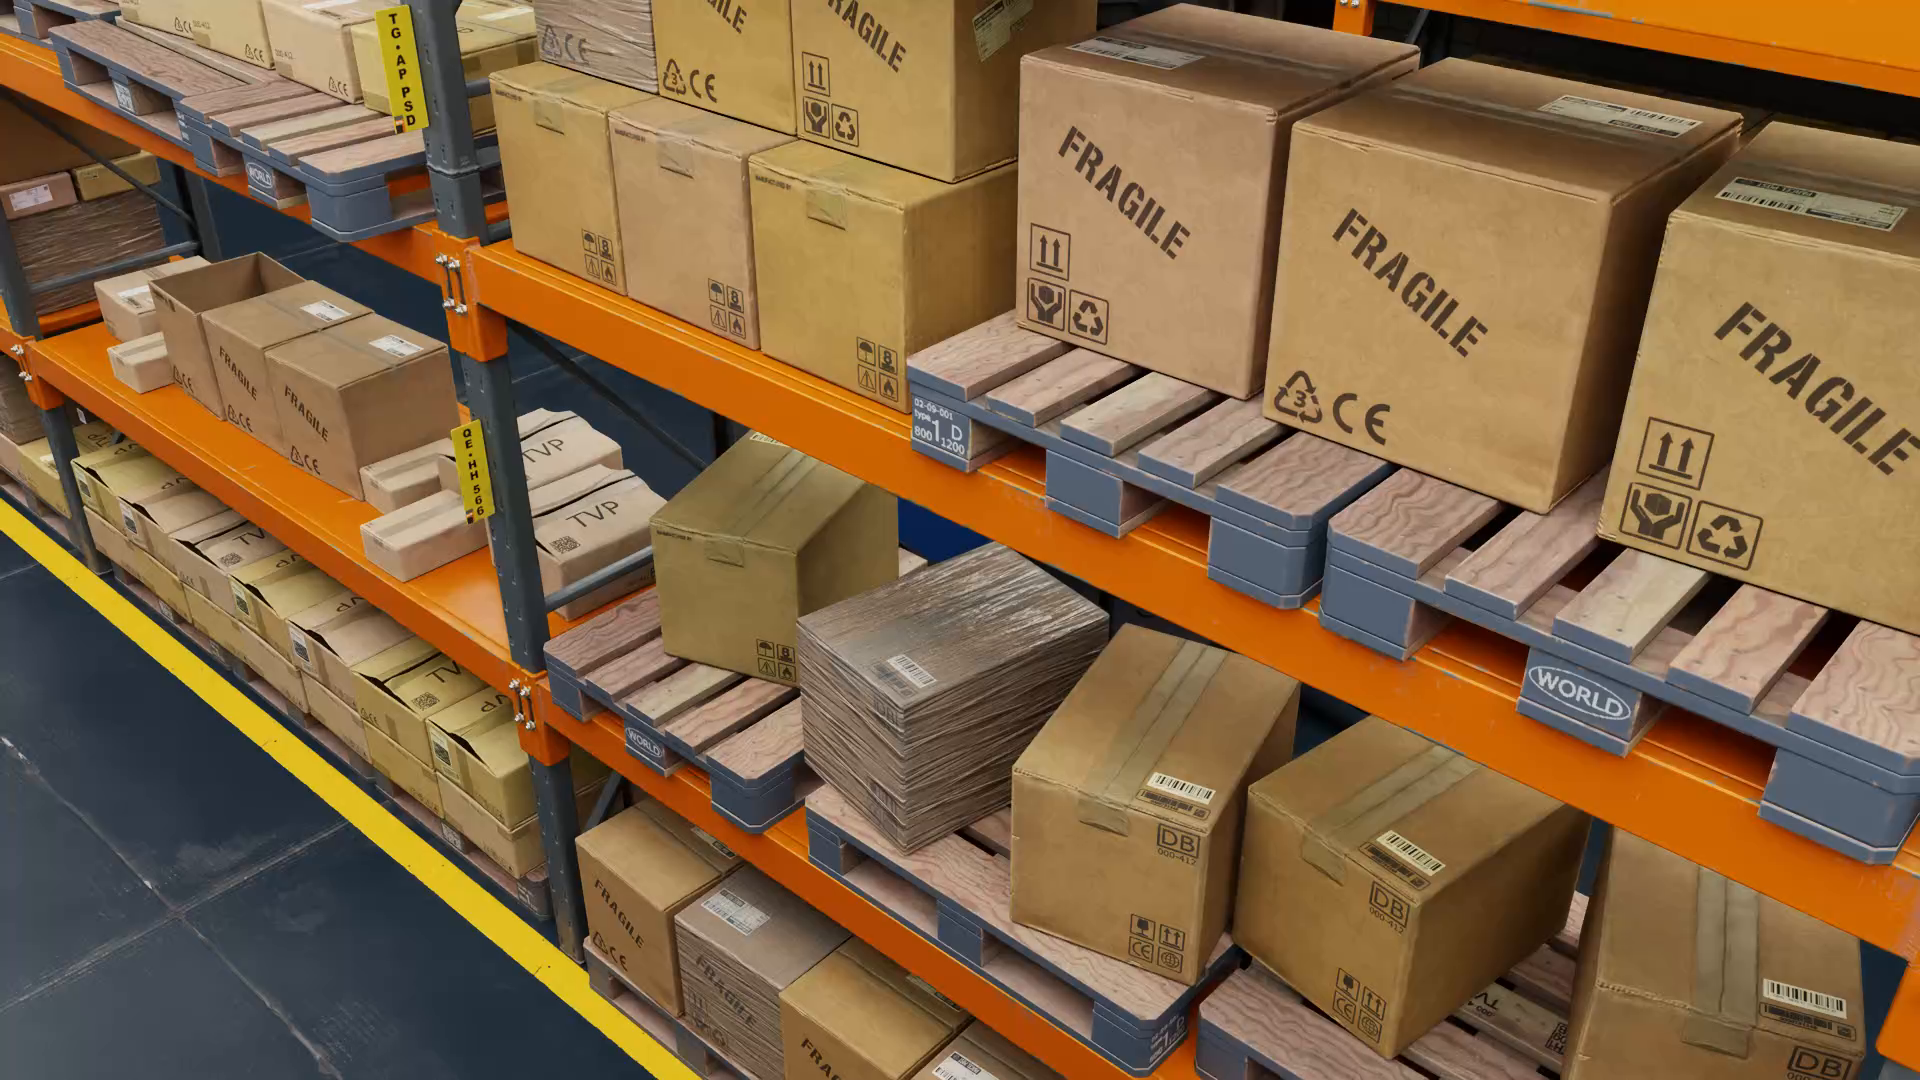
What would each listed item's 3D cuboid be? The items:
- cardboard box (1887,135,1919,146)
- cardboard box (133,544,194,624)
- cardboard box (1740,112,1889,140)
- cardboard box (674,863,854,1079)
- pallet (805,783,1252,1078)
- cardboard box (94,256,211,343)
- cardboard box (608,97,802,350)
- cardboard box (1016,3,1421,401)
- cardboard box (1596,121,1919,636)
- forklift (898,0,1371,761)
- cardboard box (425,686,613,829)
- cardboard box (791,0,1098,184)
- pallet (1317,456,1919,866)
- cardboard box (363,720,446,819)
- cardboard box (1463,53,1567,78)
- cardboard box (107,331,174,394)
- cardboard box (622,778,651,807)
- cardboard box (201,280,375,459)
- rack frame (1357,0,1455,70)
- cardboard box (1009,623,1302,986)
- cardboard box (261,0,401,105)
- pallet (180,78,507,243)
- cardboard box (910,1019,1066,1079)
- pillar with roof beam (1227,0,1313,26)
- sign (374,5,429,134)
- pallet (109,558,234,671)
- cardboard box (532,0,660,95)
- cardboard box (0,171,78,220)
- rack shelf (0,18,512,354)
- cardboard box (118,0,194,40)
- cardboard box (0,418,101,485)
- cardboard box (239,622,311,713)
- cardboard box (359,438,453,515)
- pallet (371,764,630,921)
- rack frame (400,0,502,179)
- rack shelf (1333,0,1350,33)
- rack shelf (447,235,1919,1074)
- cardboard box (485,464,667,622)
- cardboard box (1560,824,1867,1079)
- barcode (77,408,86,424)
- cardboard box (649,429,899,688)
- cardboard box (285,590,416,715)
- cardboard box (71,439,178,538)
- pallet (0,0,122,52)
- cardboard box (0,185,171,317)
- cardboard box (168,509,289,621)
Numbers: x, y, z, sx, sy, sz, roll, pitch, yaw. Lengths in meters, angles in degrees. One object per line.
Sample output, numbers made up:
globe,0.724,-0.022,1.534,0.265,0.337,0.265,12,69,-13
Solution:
cardboard box,4.243,-1.542,7.272,0.500,0.250,0.500,24,38,34
cardboard box,-3.565,0.103,7.929,0.500,0.250,0.500,26,40,36
cardboard box,3.859,-1.725,7.575,0.500,0.250,0.500,24,38,34
cardboard box,-0.572,1.406,5.503,0.500,0.500,0.500,23,38,33
pallet,0.335,0.831,4.647,1.213,0.211,1.003,25,39,35
cardboard box,-3.681,-1.089,7.795,0.500,0.250,0.500,-27,40,-37
cardboard box,-0.386,-0.936,4.390,0.500,0.500,0.910,25,39,35
cardboard box,0.541,-0.752,3.581,0.600,0.600,0.600,23,38,33
cardboard box,1.532,-0.291,2.816,0.600,0.600,0.600,21,37,31
forklift,0.829,-0.711,7.089,1.130,2.935,3.031,-23,38,-34
cardboard box,-1.664,0.748,6.313,0.500,0.311,0.500,26,40,36
cardboard box,-0.035,-1.172,3.814,0.500,0.500,0.500,25,39,35
pallet,1.419,0.005,3.107,1.003,0.211,1.213,25,39,35
cardboard box,-2.048,0.810,6.755,0.500,0.250,0.500,25,39,35
cardboard box,2.722,-2.260,8.464,0.500,0.250,0.500,26,40,36
cardboard box,-3.556,-0.814,7.438,0.250,0.149,0.380,25,39,35
cardboard box,-1.301,0.782,6.801,0.500,0.250,0.500,25,39,35
cardboard box,-2.755,-0.722,6.944,0.500,0.500,0.500,25,39,35
rack frame,2.211,-1.818,8.861,0.127,3.000,1.000,25,39,35
cardboard box,0.504,0.652,4.255,0.500,0.500,0.700,15,34,23
cardboard box,-1.885,-1.633,5.384,0.500,0.250,0.500,26,40,36
pallet,-1.673,-1.327,5.321,1.003,0.211,1.213,27,40,37
cardboard box,0.187,1.760,4.915,0.500,0.500,0.500,24,38,34
pillar with roof beam,-1.061,-3.522,5.876,0.400,9.000,9.100,25,39,35
sign,-1.488,-1.253,4.437,0.005,0.325,0.100,25,39,35
pallet,-3.503,0.128,8.332,1.213,0.211,1.003,25,39,35
cardboard box,-0.791,-1.525,4.400,0.500,0.500,0.500,25,39,35
cardboard box,-4.421,-1.640,7.839,0.250,0.149,0.380,25,39,35
rack shelf,-2.593,-1.591,6.274,4.000,0.370,1.077,25,39,35
cardboard box,-2.699,-2.022,6.031,0.500,0.250,0.500,21,37,31
cardboard box,-4.930,-0.562,9.034,0.500,0.250,0.500,25,39,35
cardboard box,-2.802,0.458,7.340,0.500,0.250,0.500,26,40,36
cardboard box,-2.093,-0.234,6.475,0.380,0.149,0.250,-26,40,-36
pallet,-1.694,0.973,6.930,1.213,0.211,1.003,25,39,35
rack frame,-1.110,-2.492,4.165,0.127,3.000,1.000,25,39,35
rack shelf,0.728,-3.487,9.423,4.000,0.370,1.077,25,39,35
rack shelf,0.373,-0.207,3.975,4.000,0.370,1.077,25,39,35
cardboard box,-1.350,-0.027,5.972,0.500,0.311,0.500,-27,40,-37
cardboard box,1.655,0.990,3.693,0.500,0.500,0.700,12,33,19
barcode,-4.166,-0.588,7.884,0.075,0.075,0.001,25,39,35
cardboard box,-0.567,0.030,5.288,0.500,0.500,0.700,12,33,19
cardboard box,-2.426,0.395,6.900,0.500,0.311,0.500,25,39,35
cardboard box,-3.936,-0.310,8.072,0.500,0.311,0.500,25,39,35
pallet,-3.413,-2.209,6.789,1.217,0.209,0.805,23,38,33
cardboard box,-4.409,-1.501,8.237,0.500,0.500,0.700,24,38,34
cardboard box,-3.184,0.043,7.485,0.500,0.311,0.500,24,38,34
